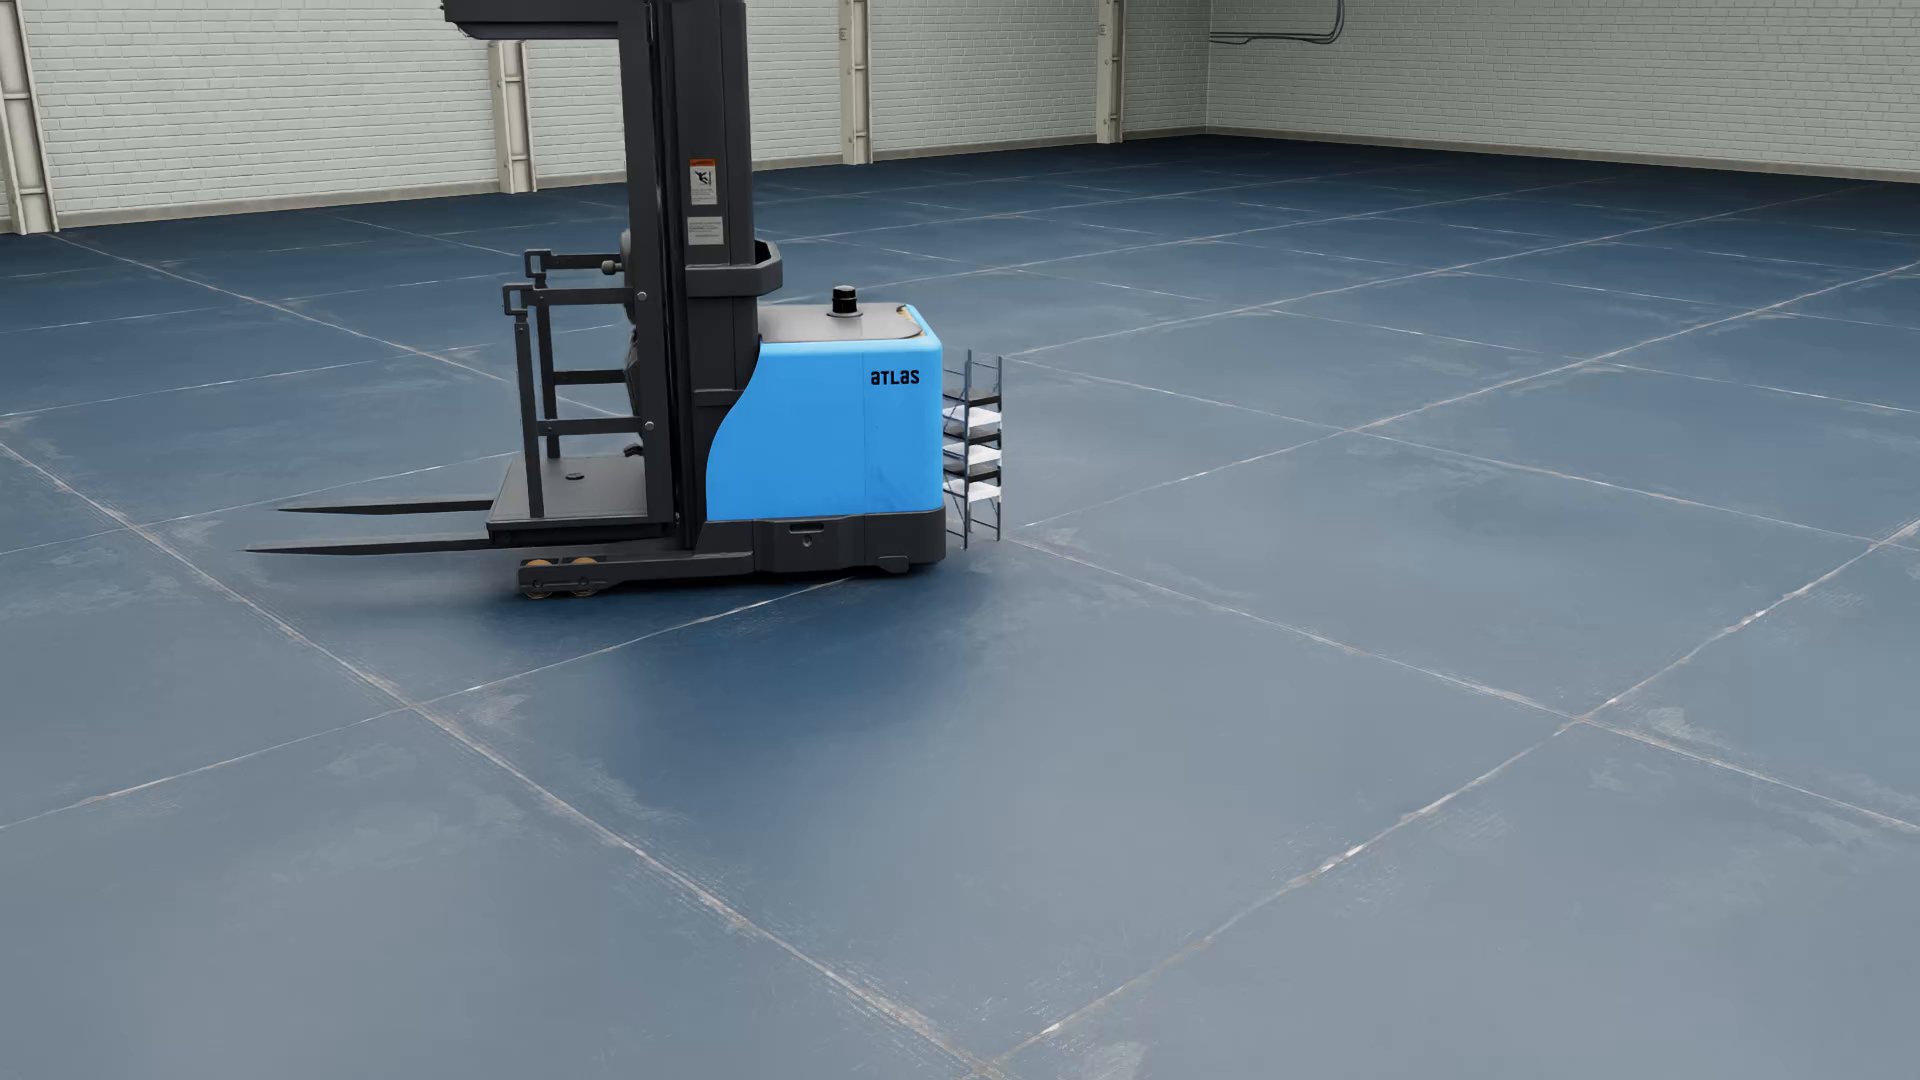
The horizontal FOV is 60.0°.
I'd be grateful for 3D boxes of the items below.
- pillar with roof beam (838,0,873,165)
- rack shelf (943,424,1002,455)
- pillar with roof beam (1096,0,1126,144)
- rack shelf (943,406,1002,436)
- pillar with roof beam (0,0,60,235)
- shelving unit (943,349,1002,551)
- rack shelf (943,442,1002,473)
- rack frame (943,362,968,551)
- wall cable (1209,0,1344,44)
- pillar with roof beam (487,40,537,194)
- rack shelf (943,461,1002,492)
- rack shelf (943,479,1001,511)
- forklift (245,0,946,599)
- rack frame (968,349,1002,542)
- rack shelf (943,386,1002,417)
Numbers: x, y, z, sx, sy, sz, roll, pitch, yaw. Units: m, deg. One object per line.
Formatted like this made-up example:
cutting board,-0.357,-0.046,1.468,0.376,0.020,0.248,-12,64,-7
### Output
pillar with roof beam,1.323,-9.315,22.124,0.400,9.000,9.100,-16,24,-41
rack shelf,0.037,-0.480,7.822,0.200,0.077,0.258,-14,23,-37
pillar with roof beam,5.683,-10.586,26.046,0.400,9.000,9.100,-16,24,-41
rack shelf,0.037,-0.566,7.795,0.200,0.077,0.258,-14,23,-37
pillar with roof beam,-7.396,-6.772,14.282,0.400,9.000,9.100,-16,24,-41
shelving unit,0.037,-0.426,7.840,0.210,0.900,0.258,-14,23,-37
rack shelf,0.037,-0.394,7.850,0.200,0.077,0.258,-14,23,-37
rack frame,-0.041,-0.406,7.778,0.006,0.900,0.240,-14,23,-37
wall cable,5.774,-10.402,30.511,0.112,2.526,3.097,-16,24,-41
pillar with roof beam,-3.037,-8.044,18.203,0.400,9.000,9.100,-16,24,-41
rack shelf,0.037,-0.309,7.878,0.200,0.077,0.258,-14,23,-37
rack shelf,0.037,-0.223,7.906,0.200,0.077,0.258,-14,23,-37
forklift,-1.627,-1.314,7.287,3.031,2.935,1.130,-3,18,-9
rack frame,0.115,-0.446,7.902,0.006,0.900,0.240,-14,23,-37
rack shelf,0.037,-0.651,7.767,0.200,0.077,0.258,-14,23,-37
